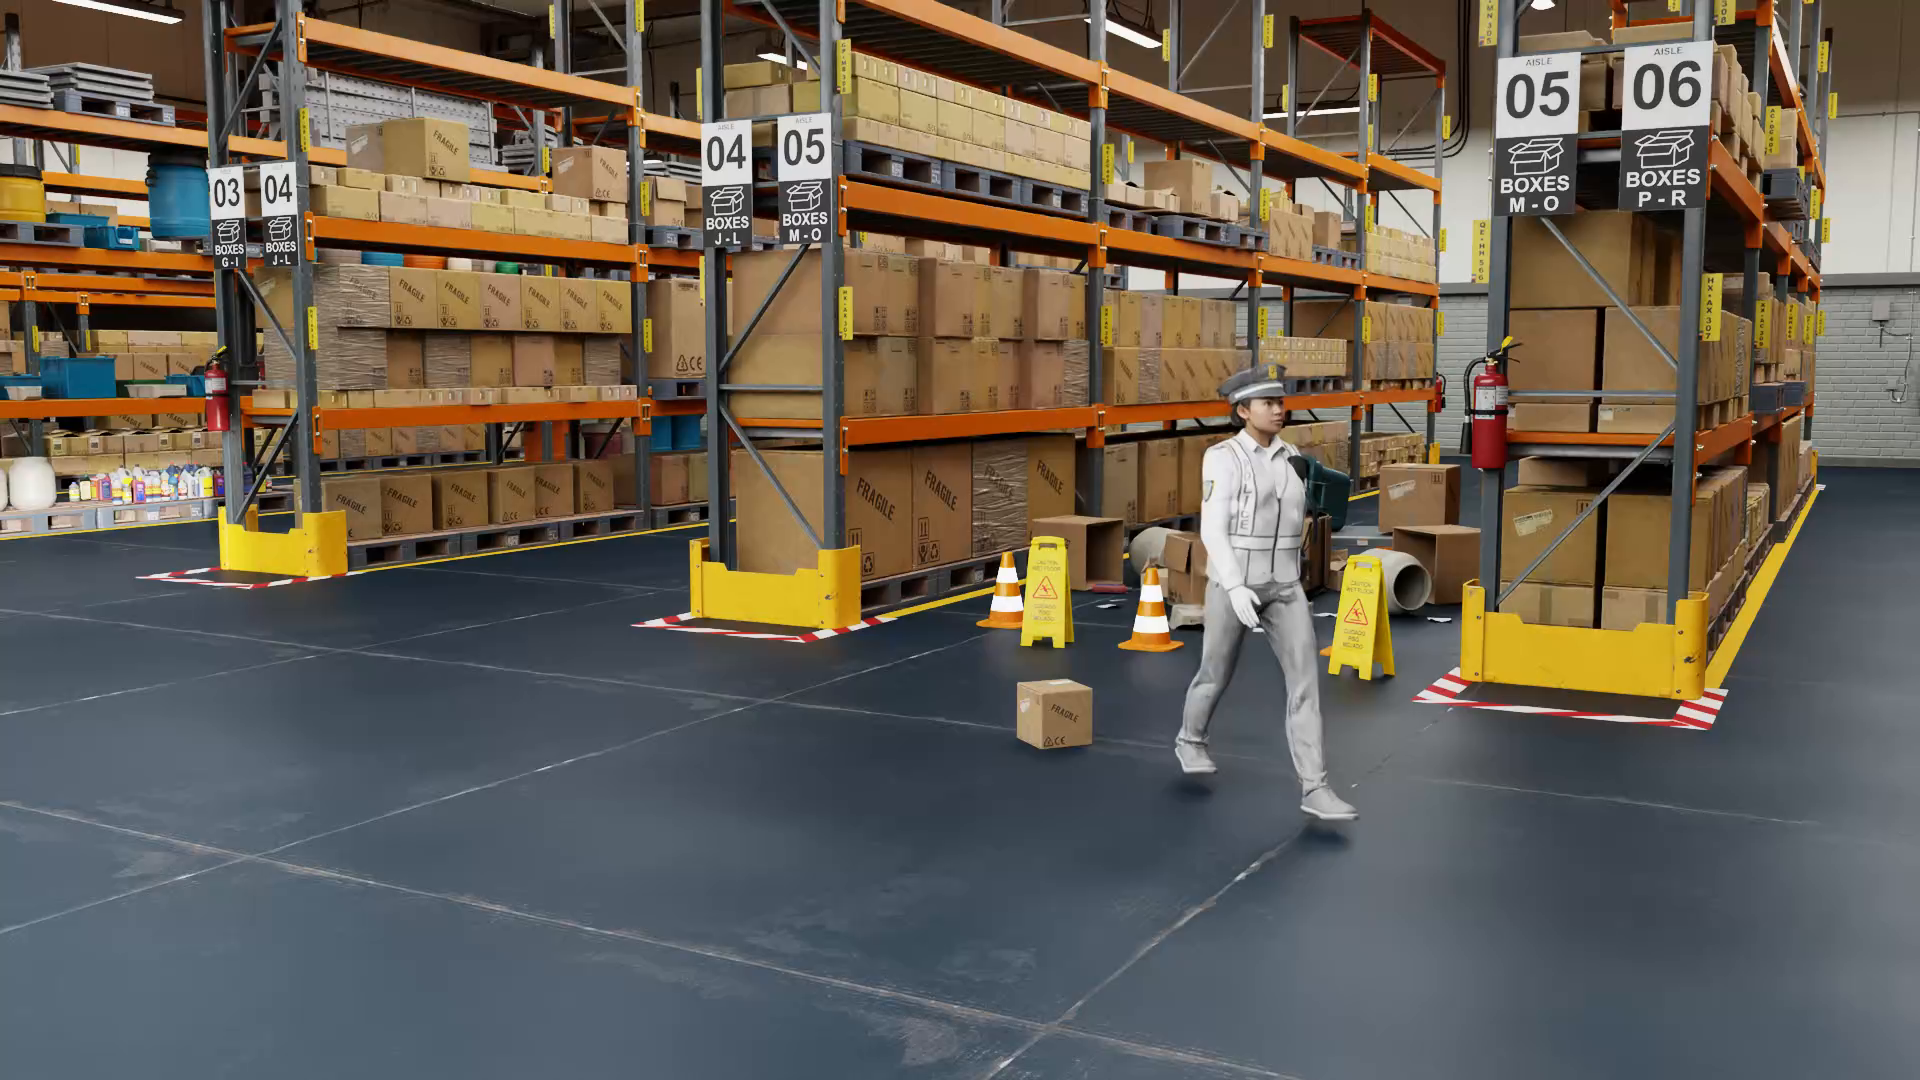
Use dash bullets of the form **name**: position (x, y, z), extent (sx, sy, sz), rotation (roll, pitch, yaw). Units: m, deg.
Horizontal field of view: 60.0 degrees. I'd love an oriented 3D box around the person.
- **person**: position (1.109, 0.159, 6.160), extent (0.493, 1.628, 1.025), rotation (-2, 6, -20)
